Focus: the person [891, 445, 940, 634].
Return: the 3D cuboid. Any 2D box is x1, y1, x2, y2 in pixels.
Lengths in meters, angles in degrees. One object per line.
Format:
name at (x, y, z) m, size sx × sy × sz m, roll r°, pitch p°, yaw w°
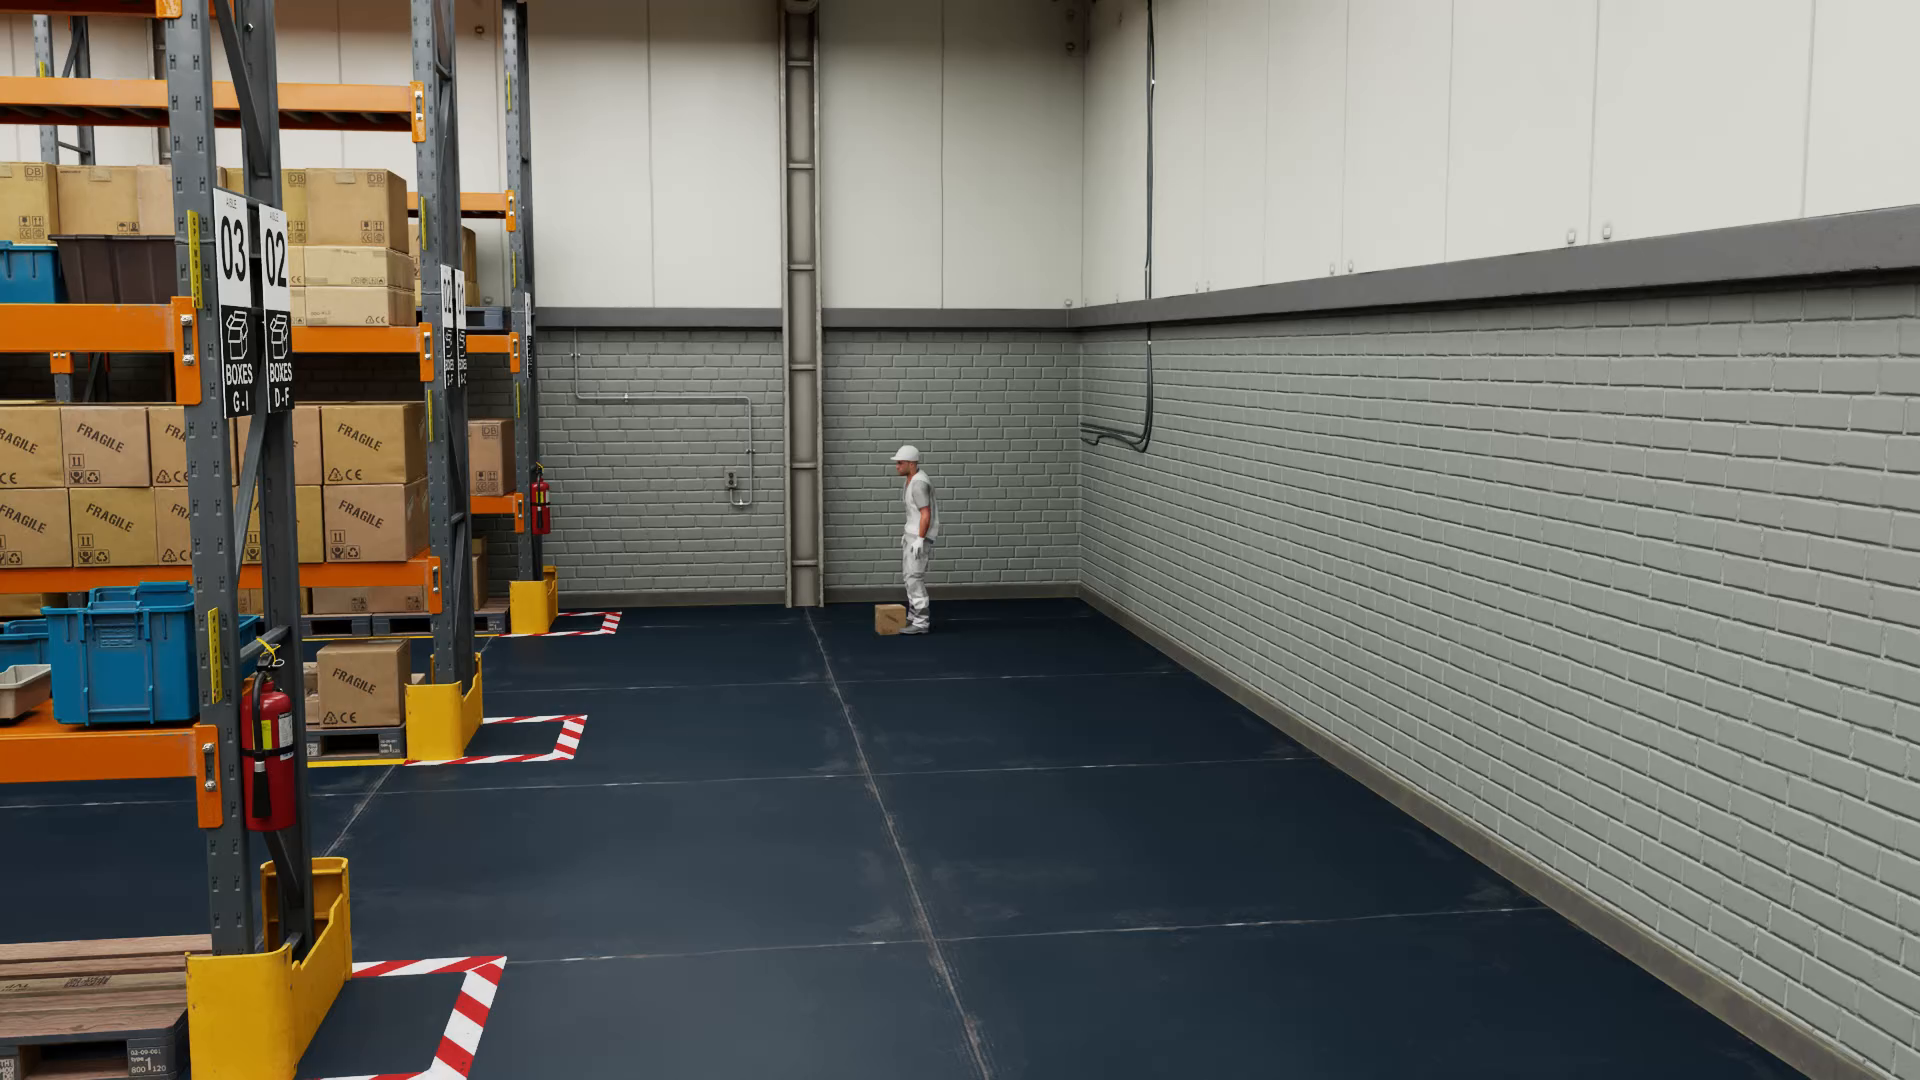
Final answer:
person at (-0.435, -0.007, 15.713) m, size 0.453 × 1.777 × 0.608 m, roll -1°, pitch 7°, yaw -11°
